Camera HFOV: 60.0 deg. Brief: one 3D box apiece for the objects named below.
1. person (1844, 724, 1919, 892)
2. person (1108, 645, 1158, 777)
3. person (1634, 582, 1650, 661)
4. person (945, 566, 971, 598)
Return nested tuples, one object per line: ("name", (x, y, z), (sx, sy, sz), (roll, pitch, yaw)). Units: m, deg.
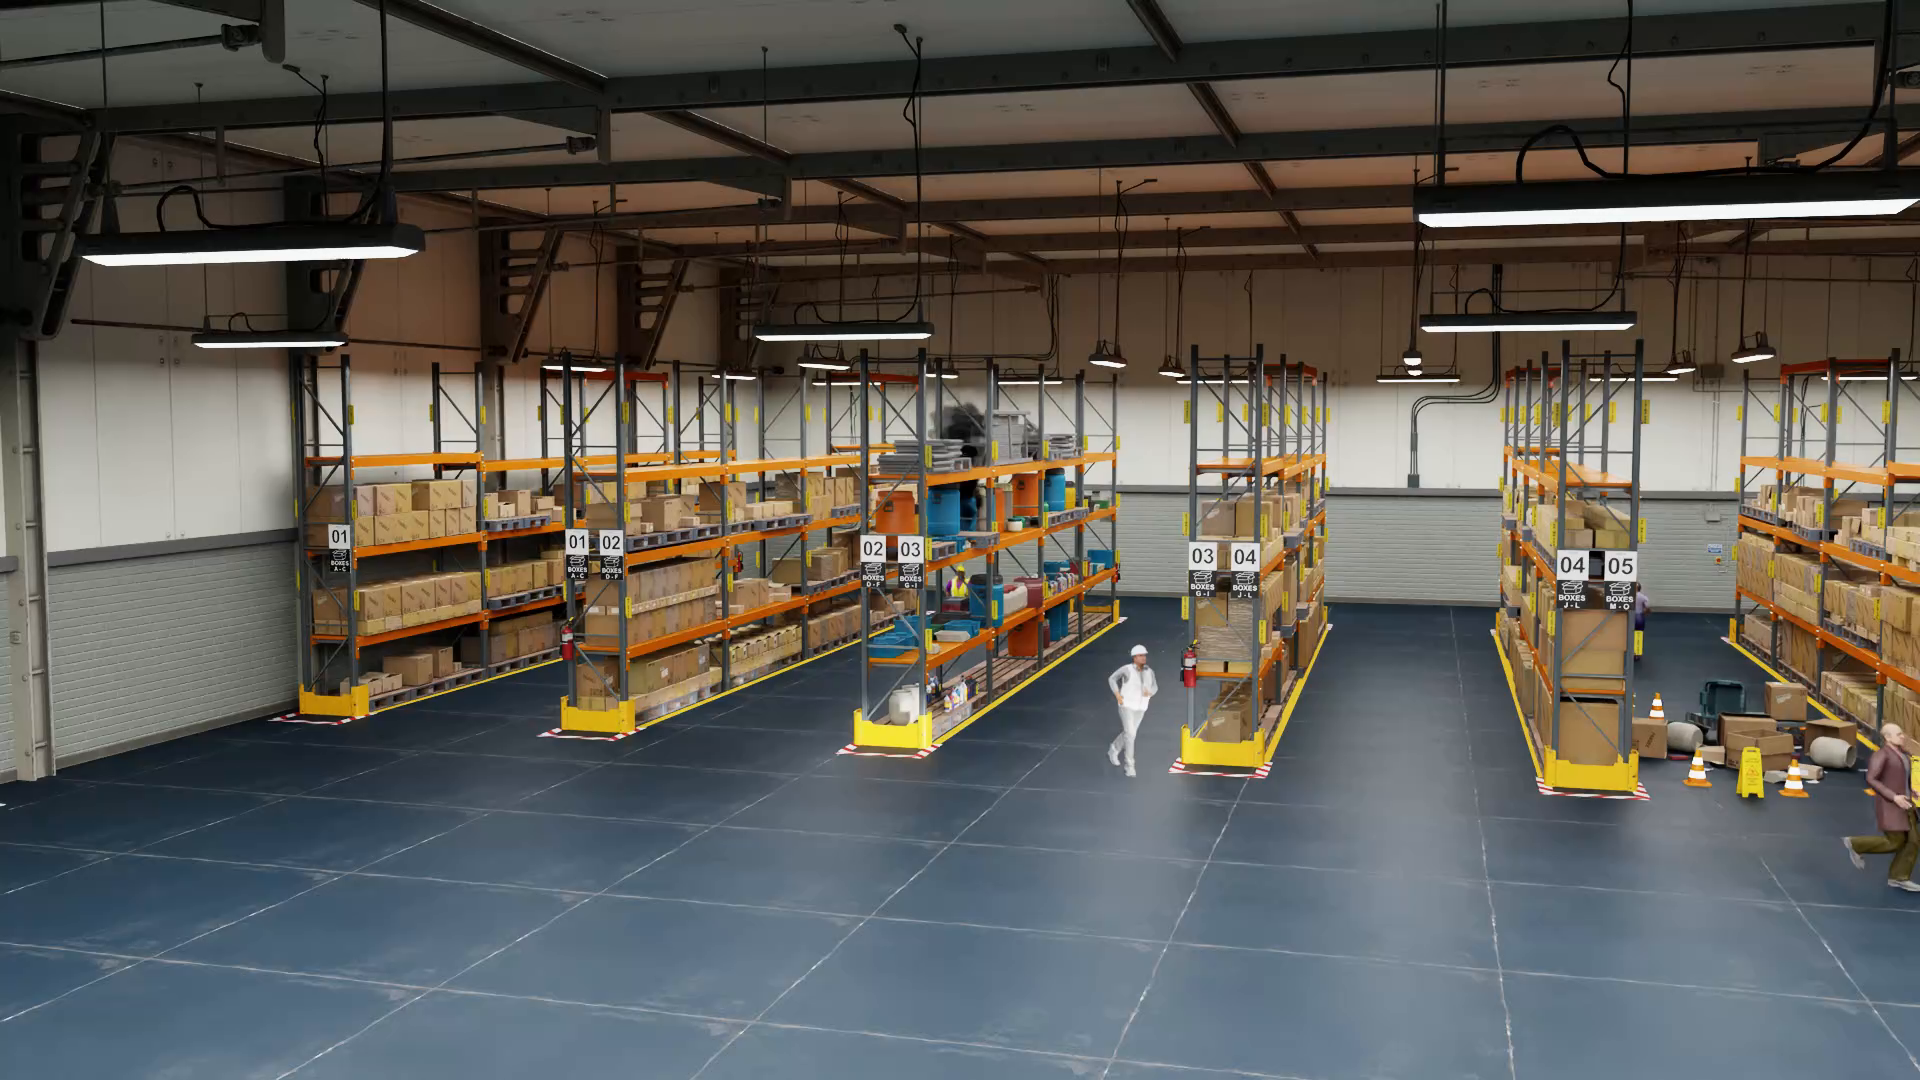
("person", (9.872, 2.811, 17.674), (0.723, 1.739, 0.799), (-3, 5, -35))
("person", (2.447, 2.374, 23.464), (0.656, 1.811, 0.848), (-2, 5, -28))
("person", (13.802, 1.663, 34.071), (0.628, 1.614, 0.597), (2, 5, 19))
("person", (0.000, 1.436, 35.926), (0.714, 1.744, 0.861), (1, 4, 9))
